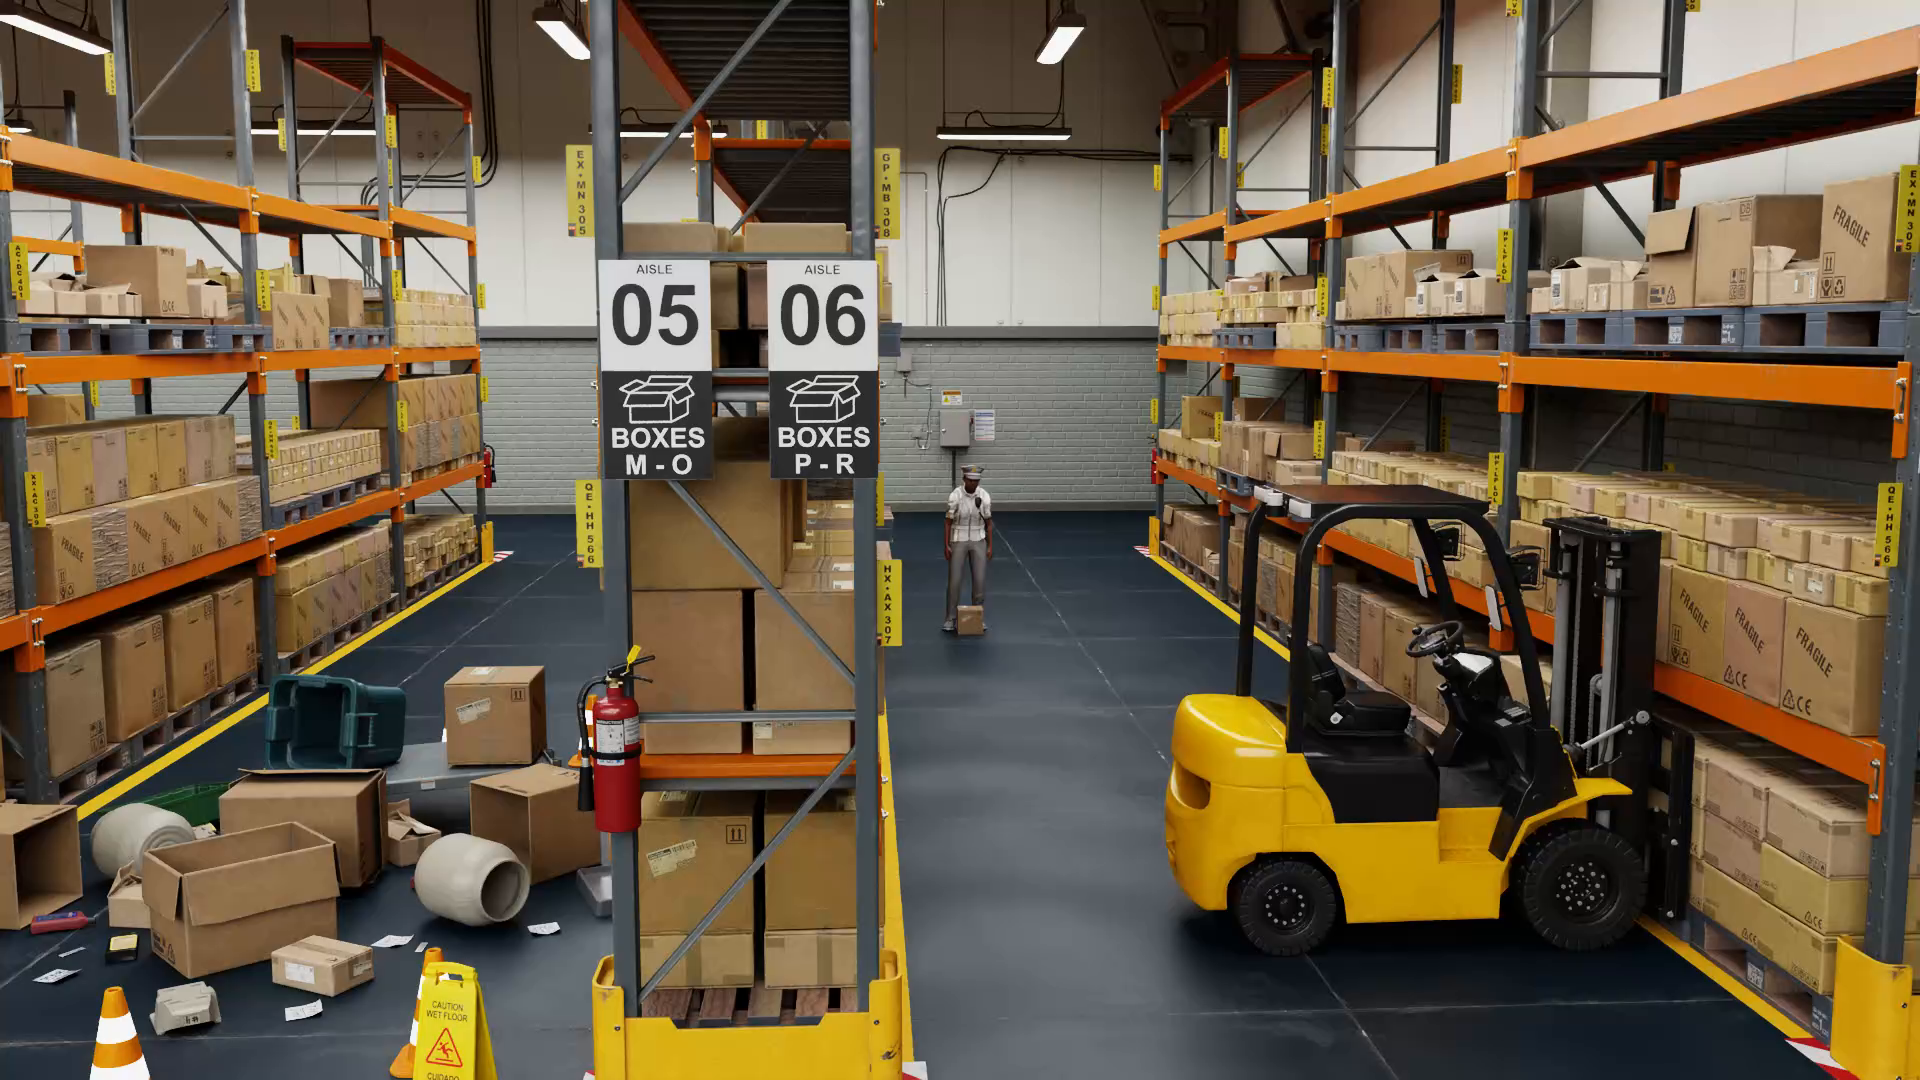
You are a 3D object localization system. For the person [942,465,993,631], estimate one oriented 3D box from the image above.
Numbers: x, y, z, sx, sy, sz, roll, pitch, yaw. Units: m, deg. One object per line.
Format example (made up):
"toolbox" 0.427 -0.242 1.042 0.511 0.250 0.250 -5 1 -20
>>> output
"person" 0.073 0.069 16.687 0.530 1.660 0.398 -1 7 -7
